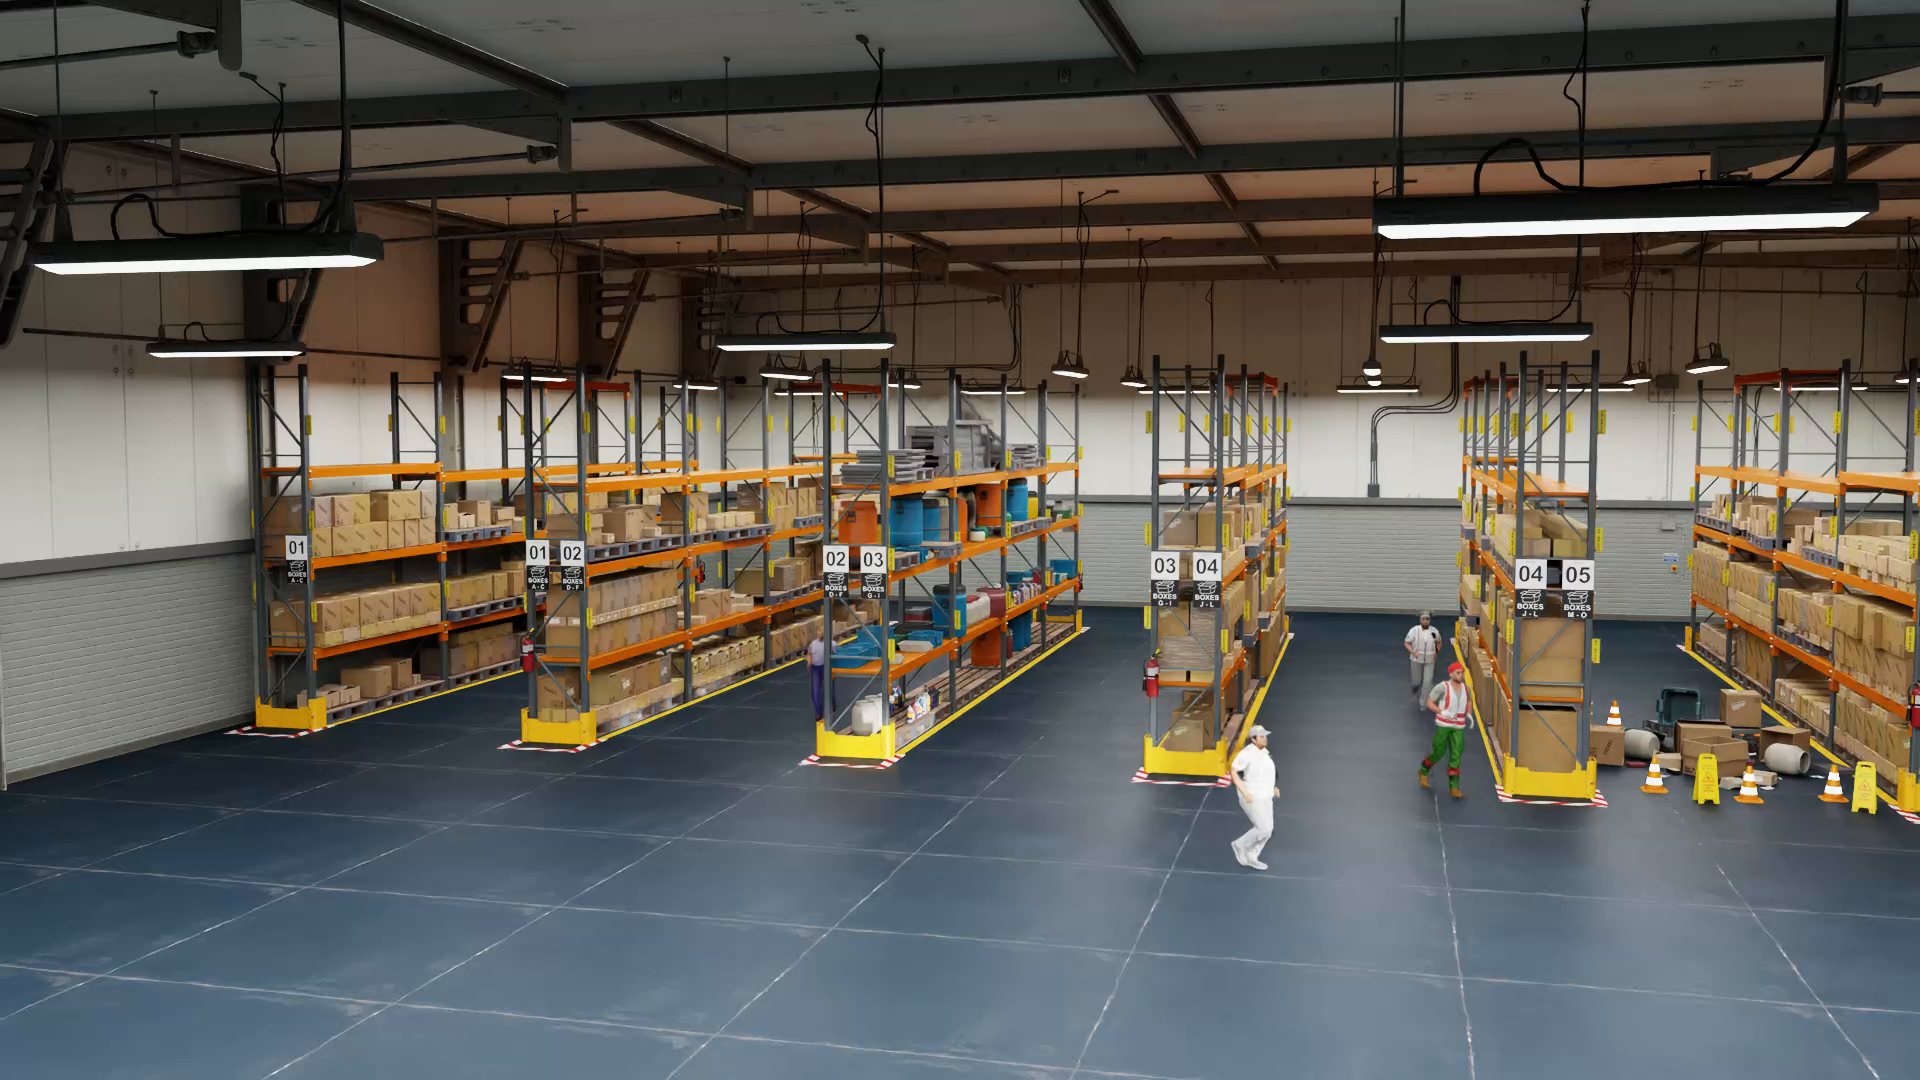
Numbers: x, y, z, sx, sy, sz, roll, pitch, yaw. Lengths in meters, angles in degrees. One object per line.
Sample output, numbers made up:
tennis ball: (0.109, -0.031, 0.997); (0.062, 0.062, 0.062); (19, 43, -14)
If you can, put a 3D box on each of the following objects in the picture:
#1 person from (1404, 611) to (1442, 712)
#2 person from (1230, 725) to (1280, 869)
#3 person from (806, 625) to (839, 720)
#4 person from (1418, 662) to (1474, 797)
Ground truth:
person: (8.148, 2.107, 29.231); (0.660, 1.755, 0.772); (0, 4, 6)
person: (3.341, 2.900, 18.739); (0.499, 1.632, 0.600); (4, 5, 42)
person: (-2.344, 2.247, 28.362); (0.611, 1.597, 0.664); (1, 4, 9)
person: (6.680, 2.536, 22.562); (0.697, 1.770, 0.920); (-1, 4, -10)
